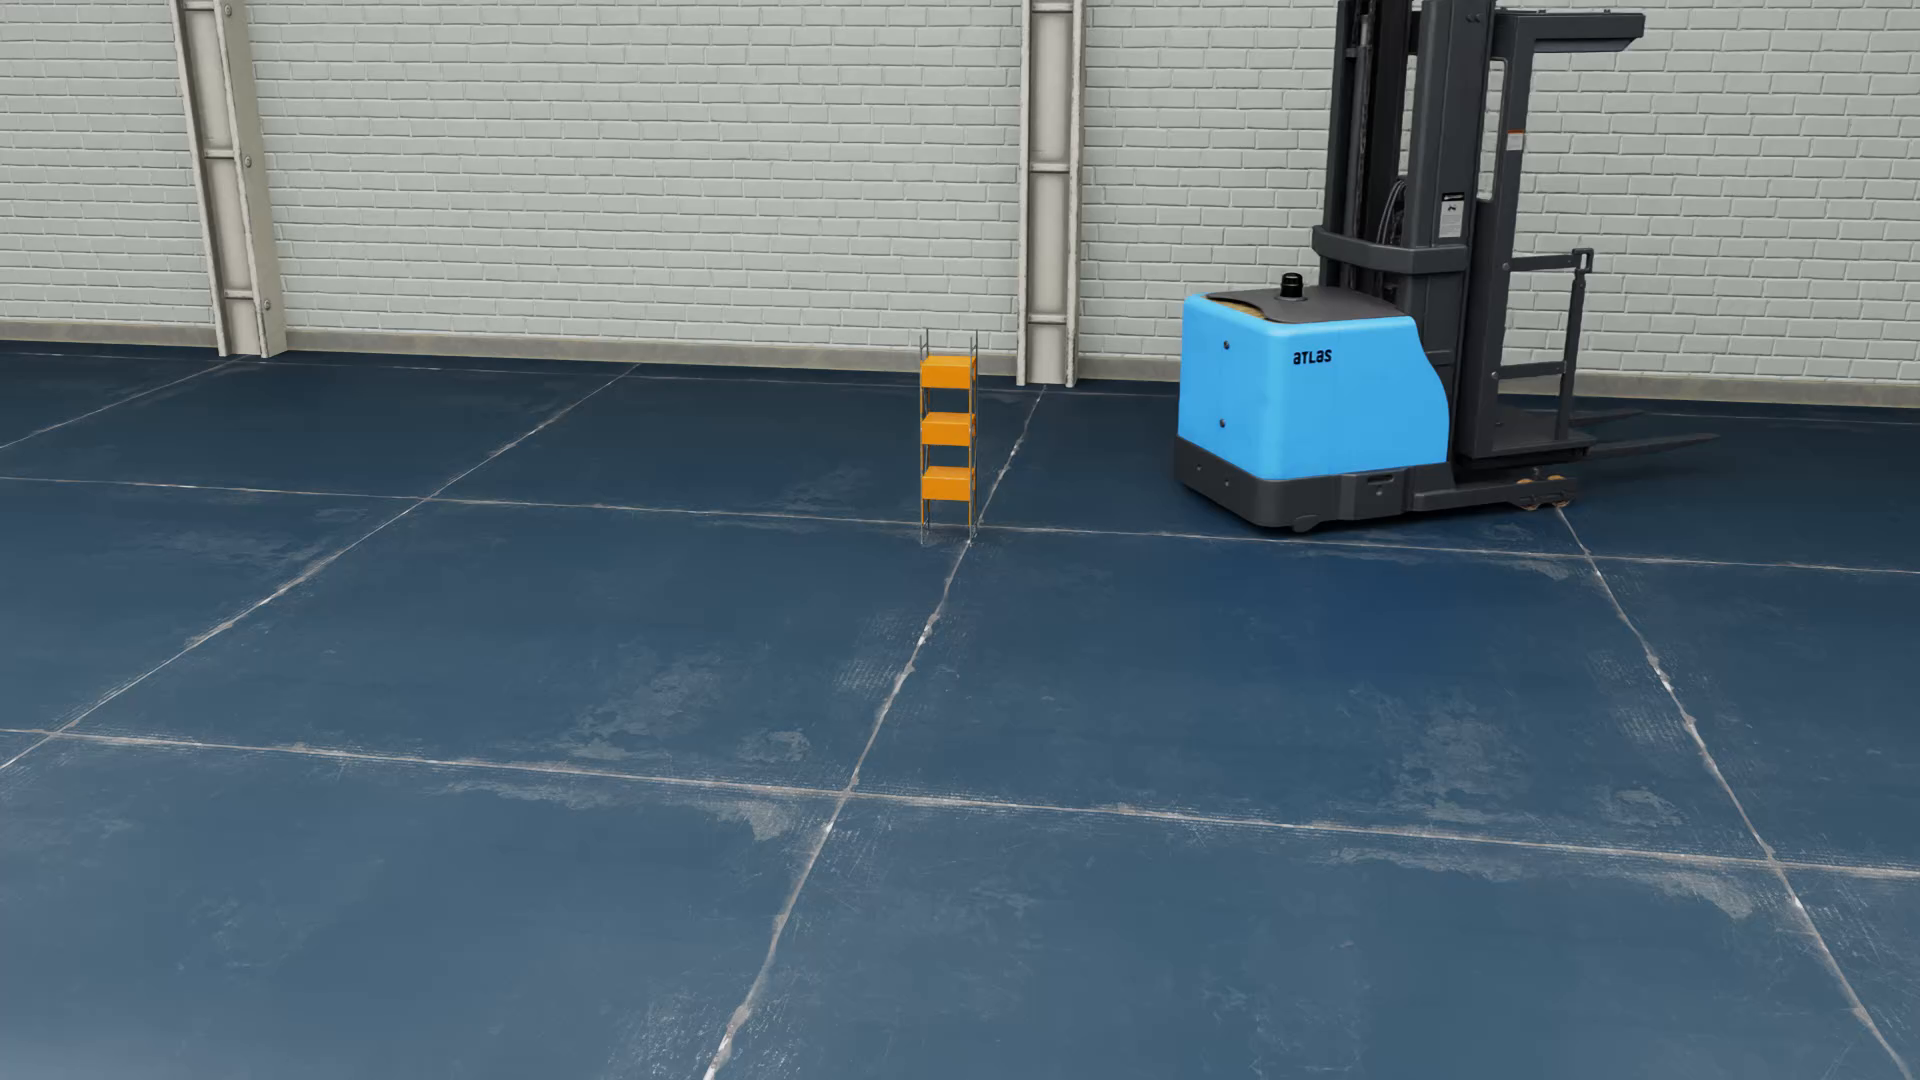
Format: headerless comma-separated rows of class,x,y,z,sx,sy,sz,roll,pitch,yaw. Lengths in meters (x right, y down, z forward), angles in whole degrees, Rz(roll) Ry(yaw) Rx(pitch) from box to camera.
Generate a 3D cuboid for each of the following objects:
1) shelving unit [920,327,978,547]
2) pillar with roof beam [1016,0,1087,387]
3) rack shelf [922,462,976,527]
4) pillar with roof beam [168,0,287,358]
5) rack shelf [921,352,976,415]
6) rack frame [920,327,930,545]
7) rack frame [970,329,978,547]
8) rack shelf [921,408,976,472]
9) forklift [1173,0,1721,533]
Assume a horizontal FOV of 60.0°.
shelving unit,-0.053,-0.501,8.145,0.252,1.050,0.215,3,19,9
pillar with roof beam,-0.071,-4.029,6.164,0.400,9.000,9.100,3,19,9
rack shelf,-0.053,-0.227,8.236,0.240,0.259,0.215,3,19,9
pillar with roof beam,-5.996,-4.331,7.066,0.400,9.000,9.100,3,19,9
rack shelf,-0.053,-0.760,8.058,0.240,0.259,0.215,3,19,9
rack frame,-0.173,-0.507,8.163,0.008,1.050,0.200,3,19,9
rack frame,0.068,-0.494,8.126,0.008,1.050,0.200,3,19,9
rack shelf,-0.053,-0.491,8.148,0.240,0.259,0.215,3,19,9
forklift,2.742,-1.695,8.750,3.031,2.935,1.130,-7,20,-19
